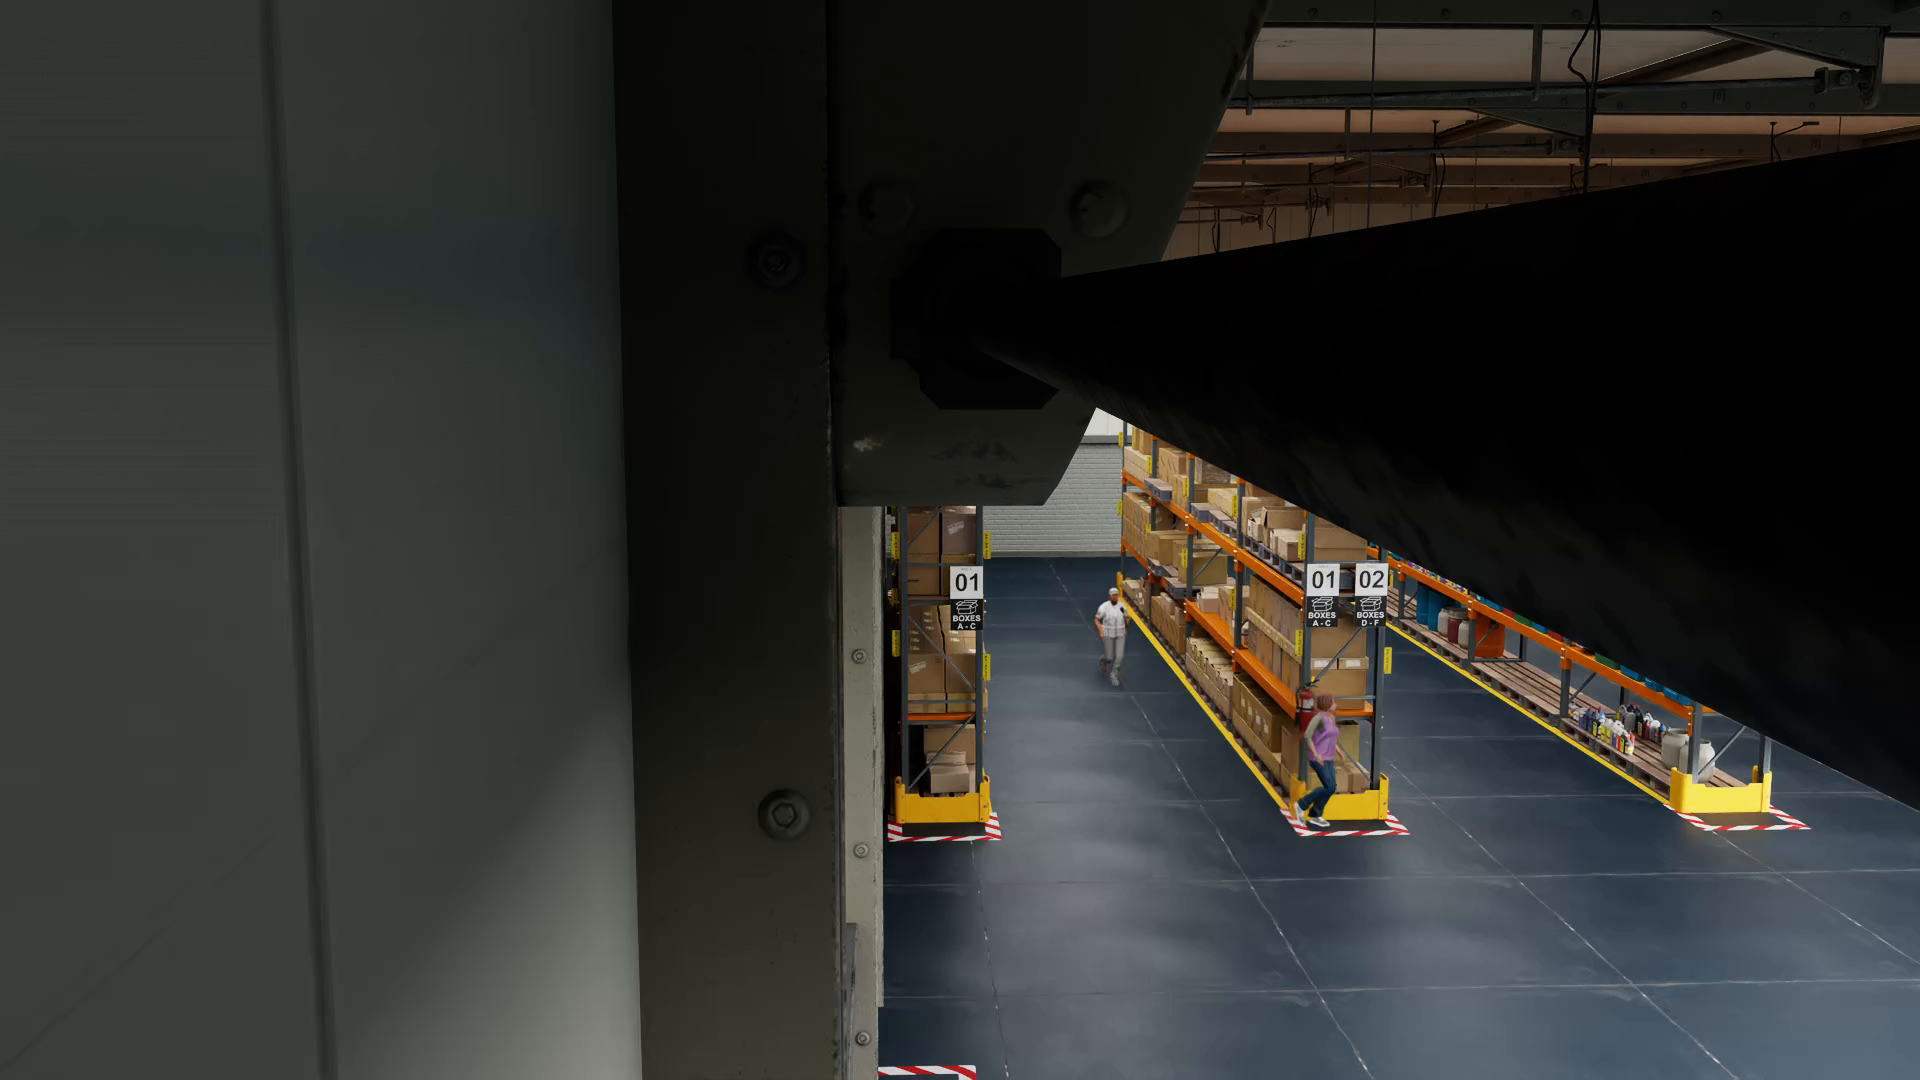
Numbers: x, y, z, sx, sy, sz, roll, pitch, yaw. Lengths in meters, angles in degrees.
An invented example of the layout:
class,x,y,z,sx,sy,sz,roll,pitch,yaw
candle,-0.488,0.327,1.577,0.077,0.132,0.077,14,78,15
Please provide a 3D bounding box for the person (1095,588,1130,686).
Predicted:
class,x,y,z,sx,sy,sz,roll,pitch,yaw
person,2.581,1.614,28.073,0.614,1.617,0.575,-1,8,-9

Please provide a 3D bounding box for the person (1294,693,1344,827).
class,x,y,z,sx,sy,sz,roll,pitch,yaw
person,4.245,2.565,19.518,0.486,1.516,0.566,5,10,33
